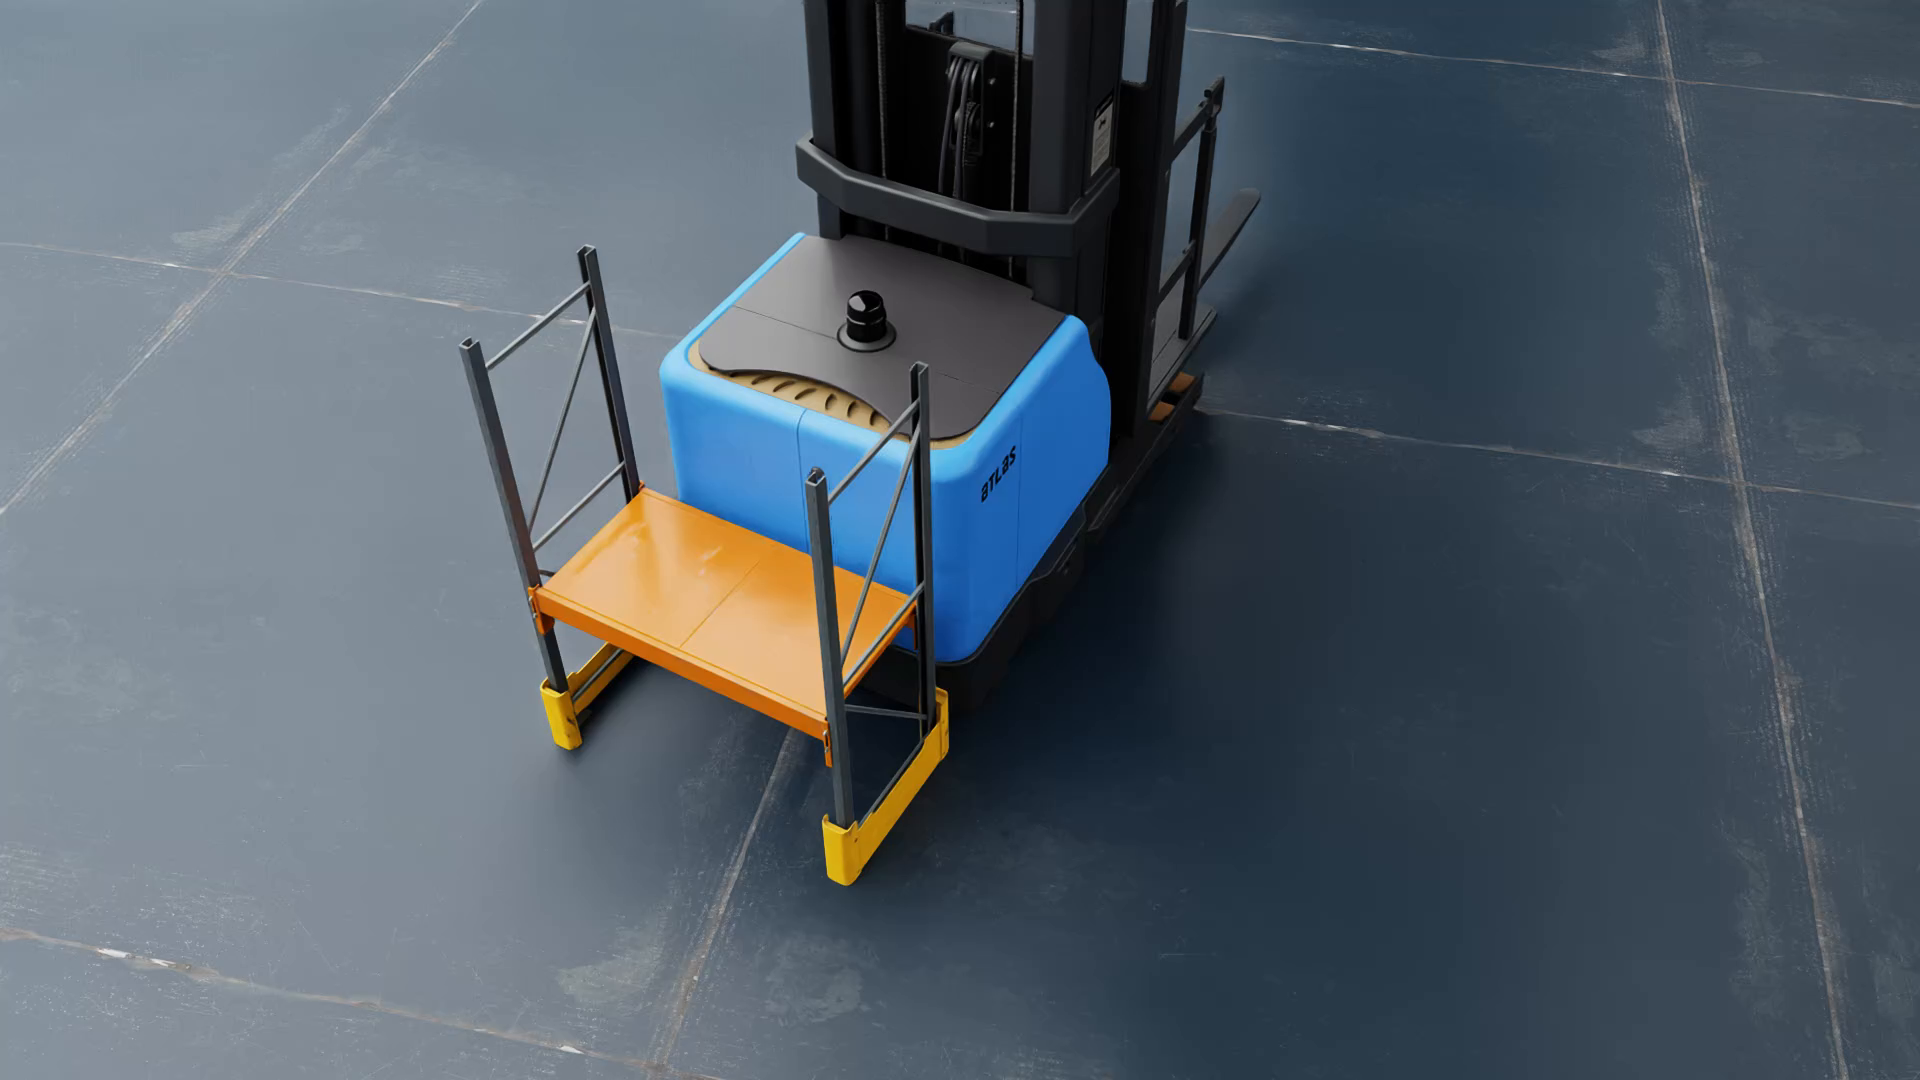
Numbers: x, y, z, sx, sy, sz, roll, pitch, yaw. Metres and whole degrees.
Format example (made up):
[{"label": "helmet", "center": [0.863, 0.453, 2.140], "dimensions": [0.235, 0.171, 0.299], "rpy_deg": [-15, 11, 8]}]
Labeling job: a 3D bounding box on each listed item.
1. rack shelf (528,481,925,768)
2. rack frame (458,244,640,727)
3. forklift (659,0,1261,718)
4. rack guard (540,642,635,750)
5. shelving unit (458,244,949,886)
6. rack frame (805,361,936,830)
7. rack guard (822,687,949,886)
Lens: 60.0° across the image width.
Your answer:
[{"label": "rack shelf", "center": [-0.650, 0.214, 4.701], "dimensions": [1.000, 0.185, 0.538], "rpy_deg": [21, 48, 21]}, {"label": "rack frame", "center": [-1.093, -0.088, 4.756], "dimensions": [0.032, 1.500, 0.500], "rpy_deg": [21, 48, 21]}, {"label": "forklift", "center": [0.254, -1.532, 5.228], "dimensions": [1.130, 2.935, 3.031], "rpy_deg": [20, 47, 20]}, {"label": "rack guard", "center": [-1.073, 0.365, 5.186], "dimensions": [0.087, 0.250, 0.587], "rpy_deg": [21, 48, 21]}, {"label": "shelving unit", "center": [-0.643, 0.089, 4.572], "dimensions": [1.083, 1.500, 0.587], "rpy_deg": [21, 48, 21]}, {"label": "rack frame", "center": [-0.209, 0.260, 4.395], "dimensions": [0.032, 1.500, 0.500], "rpy_deg": [21, 48, 21]}, {"label": "rack guard", "center": [-0.207, 0.706, 4.832], "dimensions": [0.087, 0.250, 0.587], "rpy_deg": [21, 48, 21]}]
